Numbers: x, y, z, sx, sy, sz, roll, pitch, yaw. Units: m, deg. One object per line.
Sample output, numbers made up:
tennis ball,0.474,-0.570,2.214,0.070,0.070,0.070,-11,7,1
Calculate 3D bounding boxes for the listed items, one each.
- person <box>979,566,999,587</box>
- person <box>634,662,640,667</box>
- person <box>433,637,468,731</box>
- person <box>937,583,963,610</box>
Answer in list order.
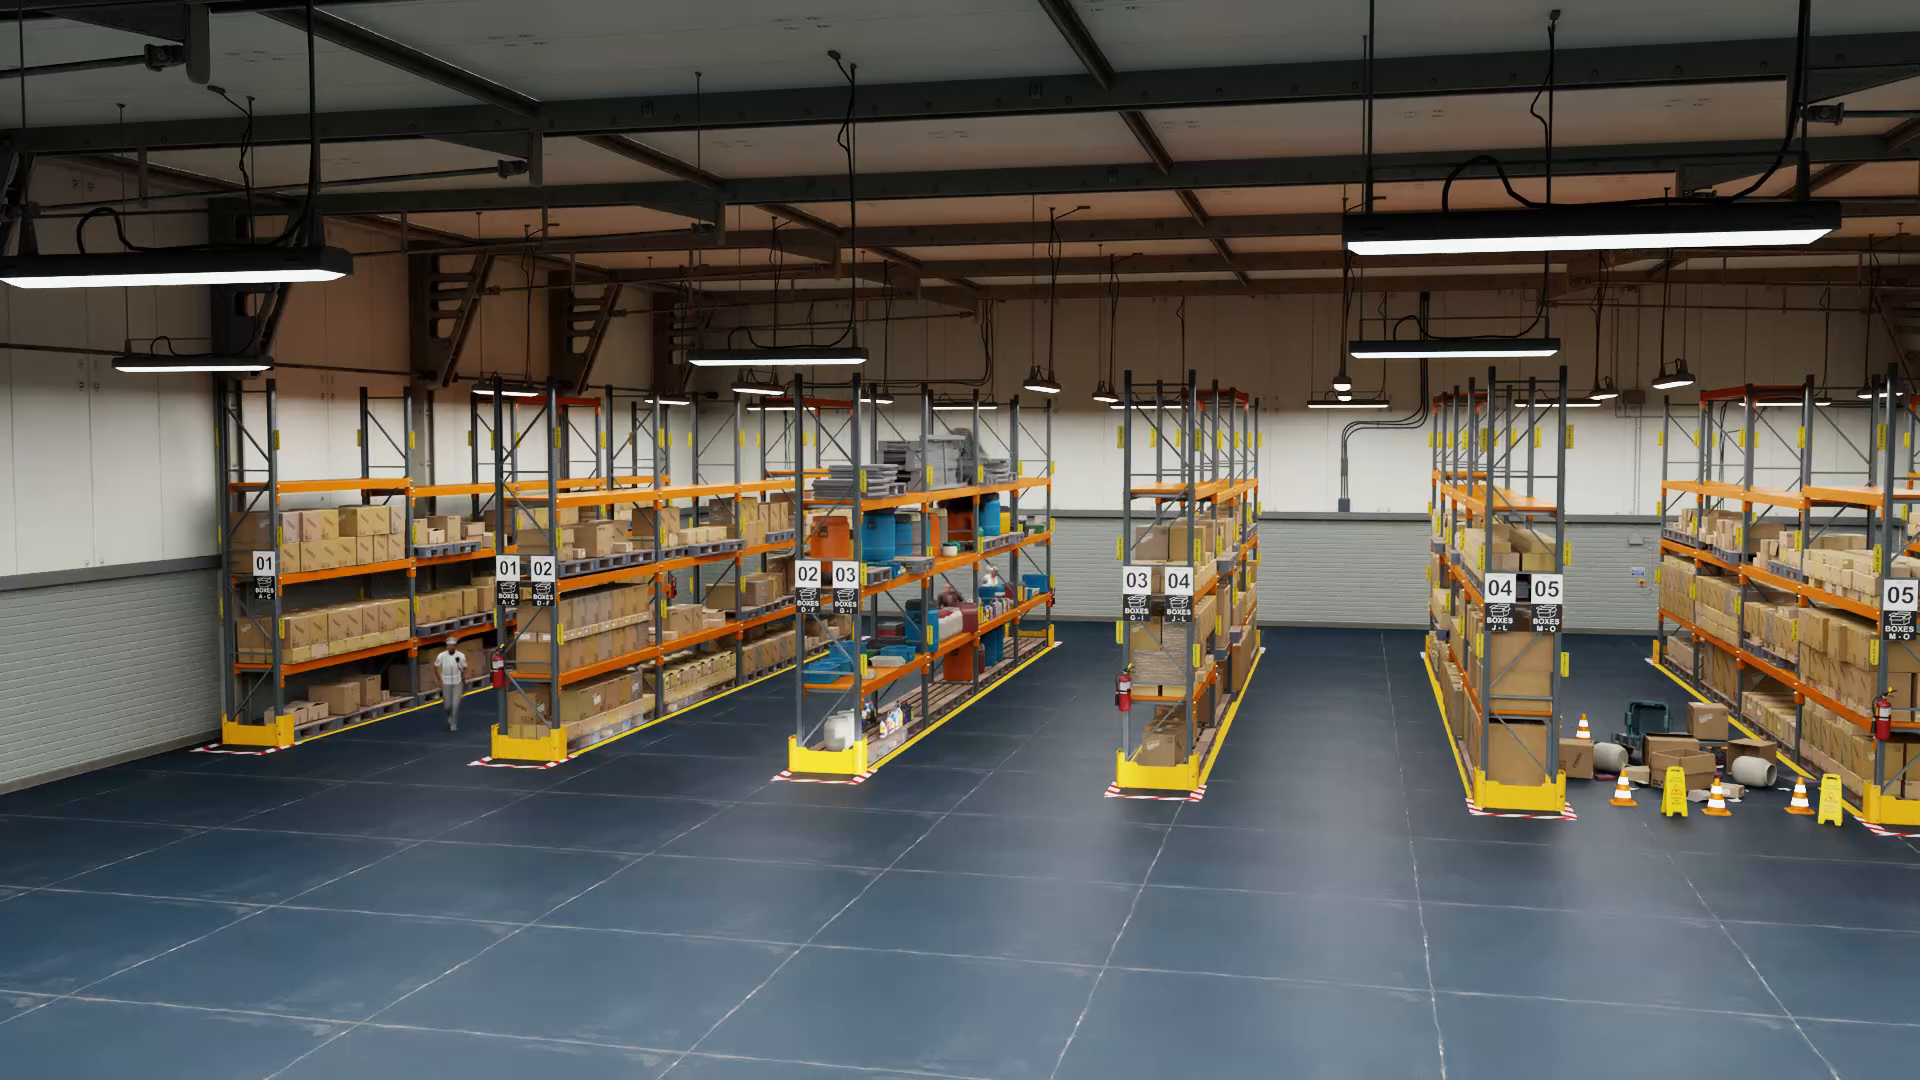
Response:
person,0.724,1.527,43.471,0.680,1.734,0.599,-3,4,-40
person,-6.688,2.181,33.691,0.489,1.666,0.799,0,3,4
person,-8.760,2.471,28.612,0.582,1.638,0.641,-1,4,-16
person,-0.221,1.826,39.096,0.699,1.666,0.850,0,3,4
